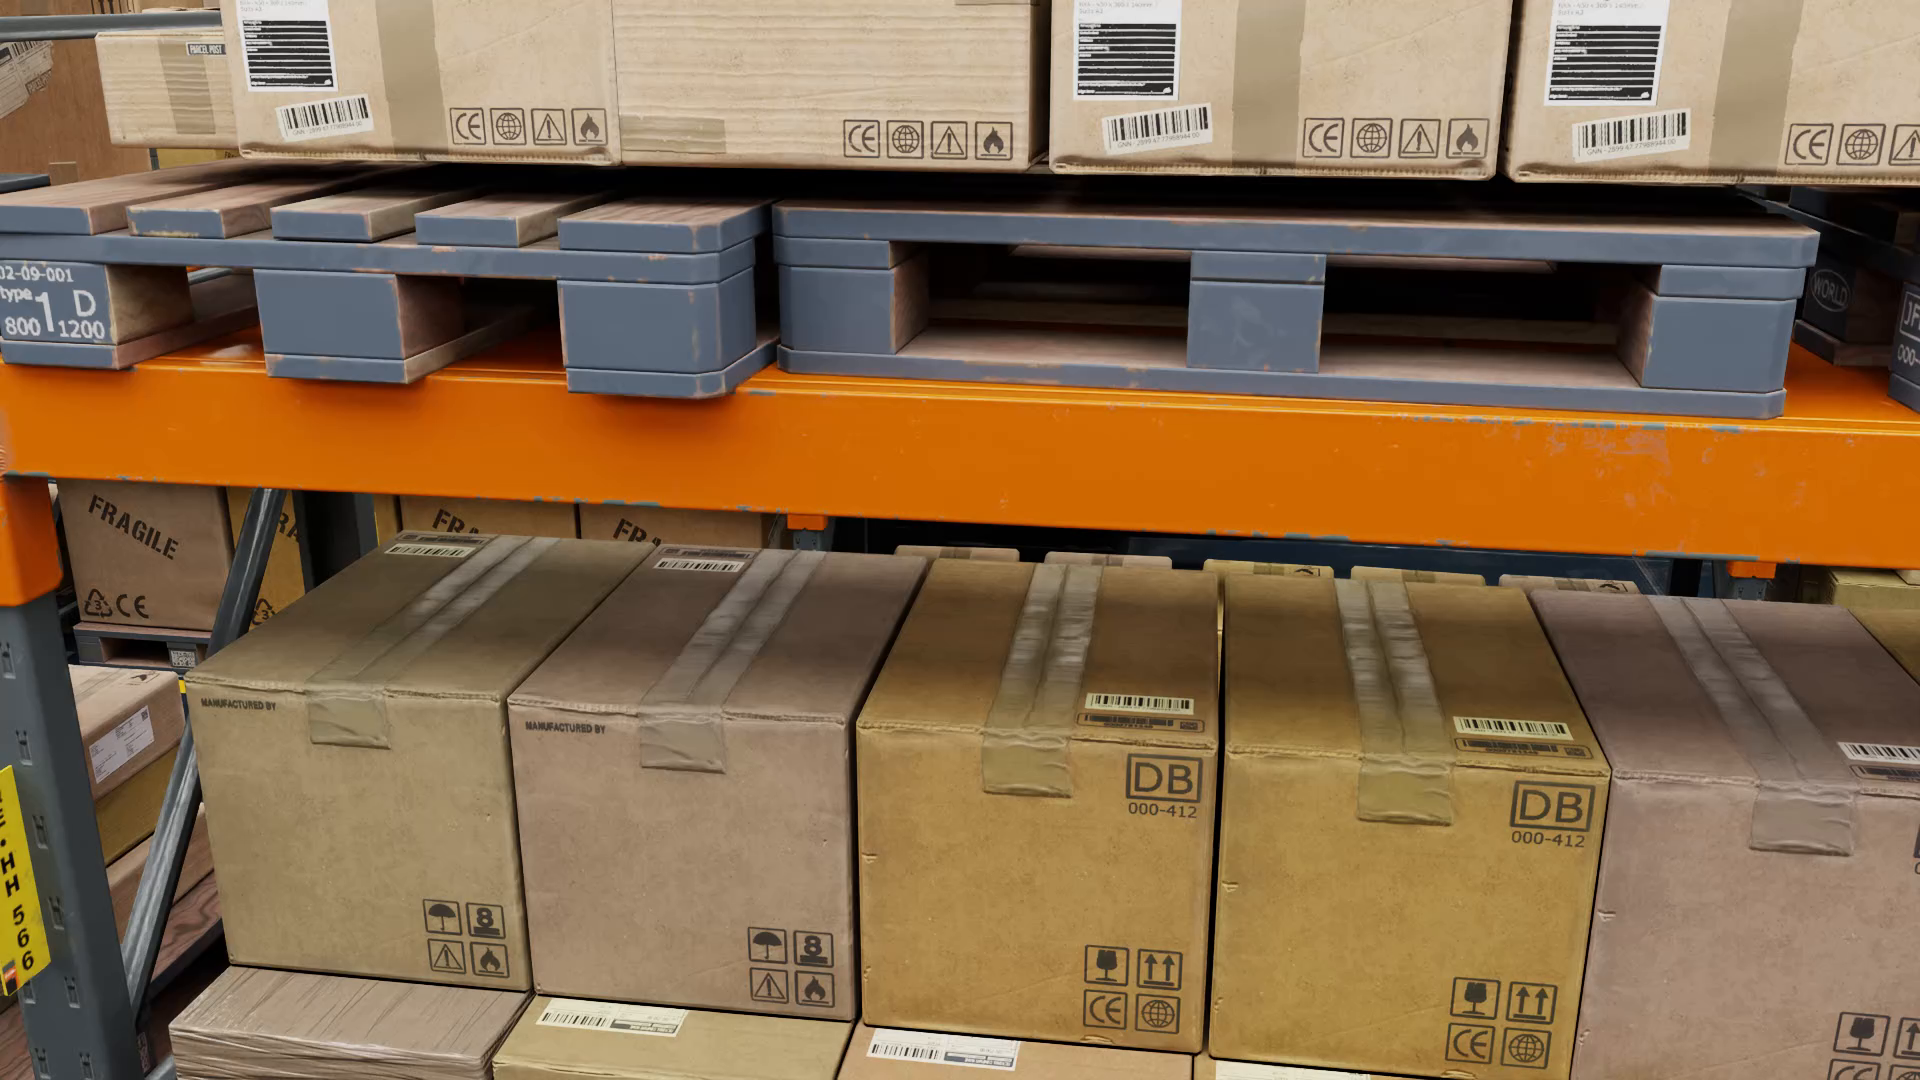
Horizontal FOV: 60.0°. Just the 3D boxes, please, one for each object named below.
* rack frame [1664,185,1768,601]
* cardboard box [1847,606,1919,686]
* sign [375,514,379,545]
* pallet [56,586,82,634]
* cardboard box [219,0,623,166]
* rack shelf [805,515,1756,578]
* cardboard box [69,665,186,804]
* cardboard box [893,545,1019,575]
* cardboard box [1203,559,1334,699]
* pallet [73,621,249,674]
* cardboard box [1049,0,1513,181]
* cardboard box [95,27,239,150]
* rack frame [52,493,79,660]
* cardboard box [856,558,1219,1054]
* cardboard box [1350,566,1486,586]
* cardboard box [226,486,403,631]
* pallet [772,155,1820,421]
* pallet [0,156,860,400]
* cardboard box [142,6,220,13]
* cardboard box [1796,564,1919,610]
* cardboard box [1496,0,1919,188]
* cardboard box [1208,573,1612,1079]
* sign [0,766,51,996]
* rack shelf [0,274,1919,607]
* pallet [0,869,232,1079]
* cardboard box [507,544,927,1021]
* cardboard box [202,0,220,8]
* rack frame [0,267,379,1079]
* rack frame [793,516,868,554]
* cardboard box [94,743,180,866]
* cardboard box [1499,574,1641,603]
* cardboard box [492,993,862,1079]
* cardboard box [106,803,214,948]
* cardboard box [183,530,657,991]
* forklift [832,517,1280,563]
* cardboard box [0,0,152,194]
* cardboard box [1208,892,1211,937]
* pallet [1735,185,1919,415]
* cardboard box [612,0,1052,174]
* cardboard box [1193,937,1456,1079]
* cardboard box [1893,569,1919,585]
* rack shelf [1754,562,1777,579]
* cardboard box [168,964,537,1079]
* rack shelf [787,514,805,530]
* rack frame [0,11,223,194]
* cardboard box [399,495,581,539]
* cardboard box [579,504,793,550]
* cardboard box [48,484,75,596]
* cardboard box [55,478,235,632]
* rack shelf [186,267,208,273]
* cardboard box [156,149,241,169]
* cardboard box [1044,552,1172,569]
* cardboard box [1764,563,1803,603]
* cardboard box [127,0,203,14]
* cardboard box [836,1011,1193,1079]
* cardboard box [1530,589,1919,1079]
[{"bbox_3d":[3.338,-0.521,7.133,0.127,3.000,1.000,3,19,9],"label":"rack frame"},{"bbox_3d":[1.654,0.465,2.453,0.500,0.500,0.700,3,19,8],"label":"cardboard box"},{"bbox_3d":[-1.212,0.110,3.421,0.005,0.325,0.100,3,19,9],"label":"sign"},{"bbox_3d":[-5.299,0.336,8.967,1.213,0.211,1.003,3,19,9],"label":"pallet"},{"bbox_3d":[-0.617,-0.688,2.226,0.500,0.311,0.500,3,19,9],"label":"cardboard box"},{"bbox_3d":[1.364,-0.281,7.548,4.000,0.370,1.077,3,19,9],"label":"rack shelf"},{"bbox_3d":[-1.726,0.387,3.215,0.250,0.149,0.380,3,19,9],"label":"cardboard box"},{"bbox_3d":[-0.055,0.356,7.991,0.625,0.372,0.950,2,19,5],"label":"cardboard box"},{"bbox_3d":[1.423,0.431,7.768,0.625,0.372,0.950,4,19,10],"label":"cardboard box"},{"bbox_3d":[-3.787,0.414,8.733,1.213,0.211,1.003,3,19,9],"label":"pallet"},{"bbox_3d":[0.385,-0.637,2.073,0.500,0.311,0.500,3,19,8],"label":"cardboard box"},{"bbox_3d":[-0.992,-0.650,2.366,0.250,0.149,0.380,2,19,6],"label":"cardboard box"},{"bbox_3d":[-4.560,-0.924,8.336,0.127,3.000,1.000,3,19,9],"label":"rack frame"},{"bbox_3d":[0.152,0.388,2.683,0.500,0.500,0.700,3,19,8],"label":"cardboard box"},{"bbox_3d":[2.110,0.465,7.665,0.625,0.372,0.950,4,19,12],"label":"cardboard box"},{"bbox_3d":[-3.042,-0.066,8.460,0.875,0.875,0.875,3,19,10],"label":"cardboard box"},{"bbox_3d":[0.452,-0.428,2.426,1.213,0.211,1.003,4,19,11],"label":"pallet"},{"bbox_3d":[-0.652,-0.484,2.592,1.003,0.211,1.213,4,19,11],"label":"pallet"},{"bbox_3d":[-3.367,-2.261,7.313,0.250,0.166,0.380,2,19,5],"label":"cardboard box"},{"bbox_3d":[3.878,0.342,7.042,0.500,0.500,0.500,4,19,11],"label":"cardboard box"},{"bbox_3d":[0.887,-0.611,1.996,0.500,0.311,0.500,2,19,7],"label":"cardboard box"},{"bbox_3d":[0.656,0.413,2.607,0.500,0.500,0.700,3,19,8],"label":"cardboard box"},{"bbox_3d":[-1.373,0.492,2.404,0.005,0.325,0.100,3,19,9],"label":"sign"},{"bbox_3d":[0.678,-0.147,2.422,4.000,0.370,1.077,3,19,9],"label":"rack shelf"},{"bbox_3d":[-2.017,0.922,3.123,1.003,0.211,1.213,3,19,9],"label":"pallet"},{"bbox_3d":[-0.355,0.363,2.759,0.500,0.500,0.700,3,19,8],"label":"cardboard box"},{"bbox_3d":[-3.657,-2.525,7.872,0.500,0.311,0.500,3,19,9],"label":"cardboard box"},{"bbox_3d":[-1.296,0.833,3.085,0.127,3.000,1.000,3,19,9],"label":"rack frame"},{"bbox_3d":[-0.611,-0.722,7.735,0.127,3.000,1.000,3,19,9],"label":"rack frame"},{"bbox_3d":[-1.742,0.525,3.271,0.250,0.149,0.380,4,19,11],"label":"cardboard box"},{"bbox_3d":[2.820,0.500,7.560,0.625,0.372,0.950,3,19,9],"label":"cardboard box"},{"bbox_3d":[-0.394,0.918,2.675,0.500,0.500,0.500,3,19,8],"label":"cardboard box"},{"bbox_3d":[-1.706,0.668,3.314,0.250,0.149,0.380,3,19,8],"label":"cardboard box"},{"bbox_3d":[-0.855,0.338,2.833,0.500,0.500,0.700,3,19,8],"label":"cardboard box"},{"bbox_3d":[0.618,-1.366,9.768,3.031,2.935,1.130,2,19,6],"label":"forklift"},{"bbox_3d":[-1.818,-0.749,2.928,0.500,0.500,0.500,3,19,9],"label":"cardboard box"},{"bbox_3d":[0.683,0.800,3.028,0.500,0.500,0.500,3,19,10],"label":"cardboard box"},{"bbox_3d":[1.740,-0.328,2.129,1.217,0.209,0.805,2,19,6],"label":"pallet"},{"bbox_3d":[-0.122,-0.634,2.160,0.500,0.250,0.500,3,19,10],"label":"cardboard box"},{"bbox_3d":[0.596,0.969,2.521,0.500,0.500,0.500,3,19,8],"label":"cardboard box"},{"bbox_3d":[3.992,0.060,6.864,0.250,0.149,0.380,3,19,9],"label":"cardboard box"},{"bbox_3d":[5.313,-0.079,6.946,4.000,0.370,1.077,3,19,9],"label":"rack shelf"},{"bbox_3d":[-0.896,0.893,2.749,0.500,0.500,0.500,3,19,9],"label":"cardboard box"},{"bbox_3d":[-2.586,-0.482,8.150,4.000,0.370,1.077,3,19,9],"label":"rack shelf"},{"bbox_3d":[-1.296,-2.011,2.133,0.127,3.000,1.000,3,19,9],"label":"rack frame"},{"bbox_3d":[-2.160,-0.021,8.325,0.875,0.875,0.875,3,19,9],"label":"cardboard box"},{"bbox_3d":[-1.280,0.025,8.187,0.875,0.875,0.875,3,19,8],"label":"cardboard box"},{"bbox_3d":[-5.163,0.027,8.871,0.875,0.438,0.875,3,19,8],"label":"cardboard box"},{"bbox_3d":[-3.936,-0.109,8.589,0.875,0.875,0.875,4,19,10],"label":"cardboard box"},{"bbox_3d":[-3.271,-0.349,3.024,4.000,0.370,1.077,3,19,9],"label":"rack shelf"},{"bbox_3d":[-5.840,-2.923,12.898,0.500,0.500,0.500,3,19,10],"label":"cardboard box"},{"bbox_3d":[0.675,0.391,7.887,0.625,0.372,0.950,3,19,8],"label":"cardboard box"},{"bbox_3d":[3.965,0.174,7.546,0.500,0.500,0.500,3,19,8],"label":"cardboard box"},{"bbox_3d":[-3.736,-2.458,7.374,0.500,0.500,0.500,3,19,8],"label":"cardboard box"},{"bbox_3d":[0.104,0.943,2.598,0.500,0.500,0.500,3,19,9],"label":"cardboard box"},{"bbox_3d":[1.155,0.439,2.530,0.500,0.500,0.700,3,19,9],"label":"cardboard box"}]
